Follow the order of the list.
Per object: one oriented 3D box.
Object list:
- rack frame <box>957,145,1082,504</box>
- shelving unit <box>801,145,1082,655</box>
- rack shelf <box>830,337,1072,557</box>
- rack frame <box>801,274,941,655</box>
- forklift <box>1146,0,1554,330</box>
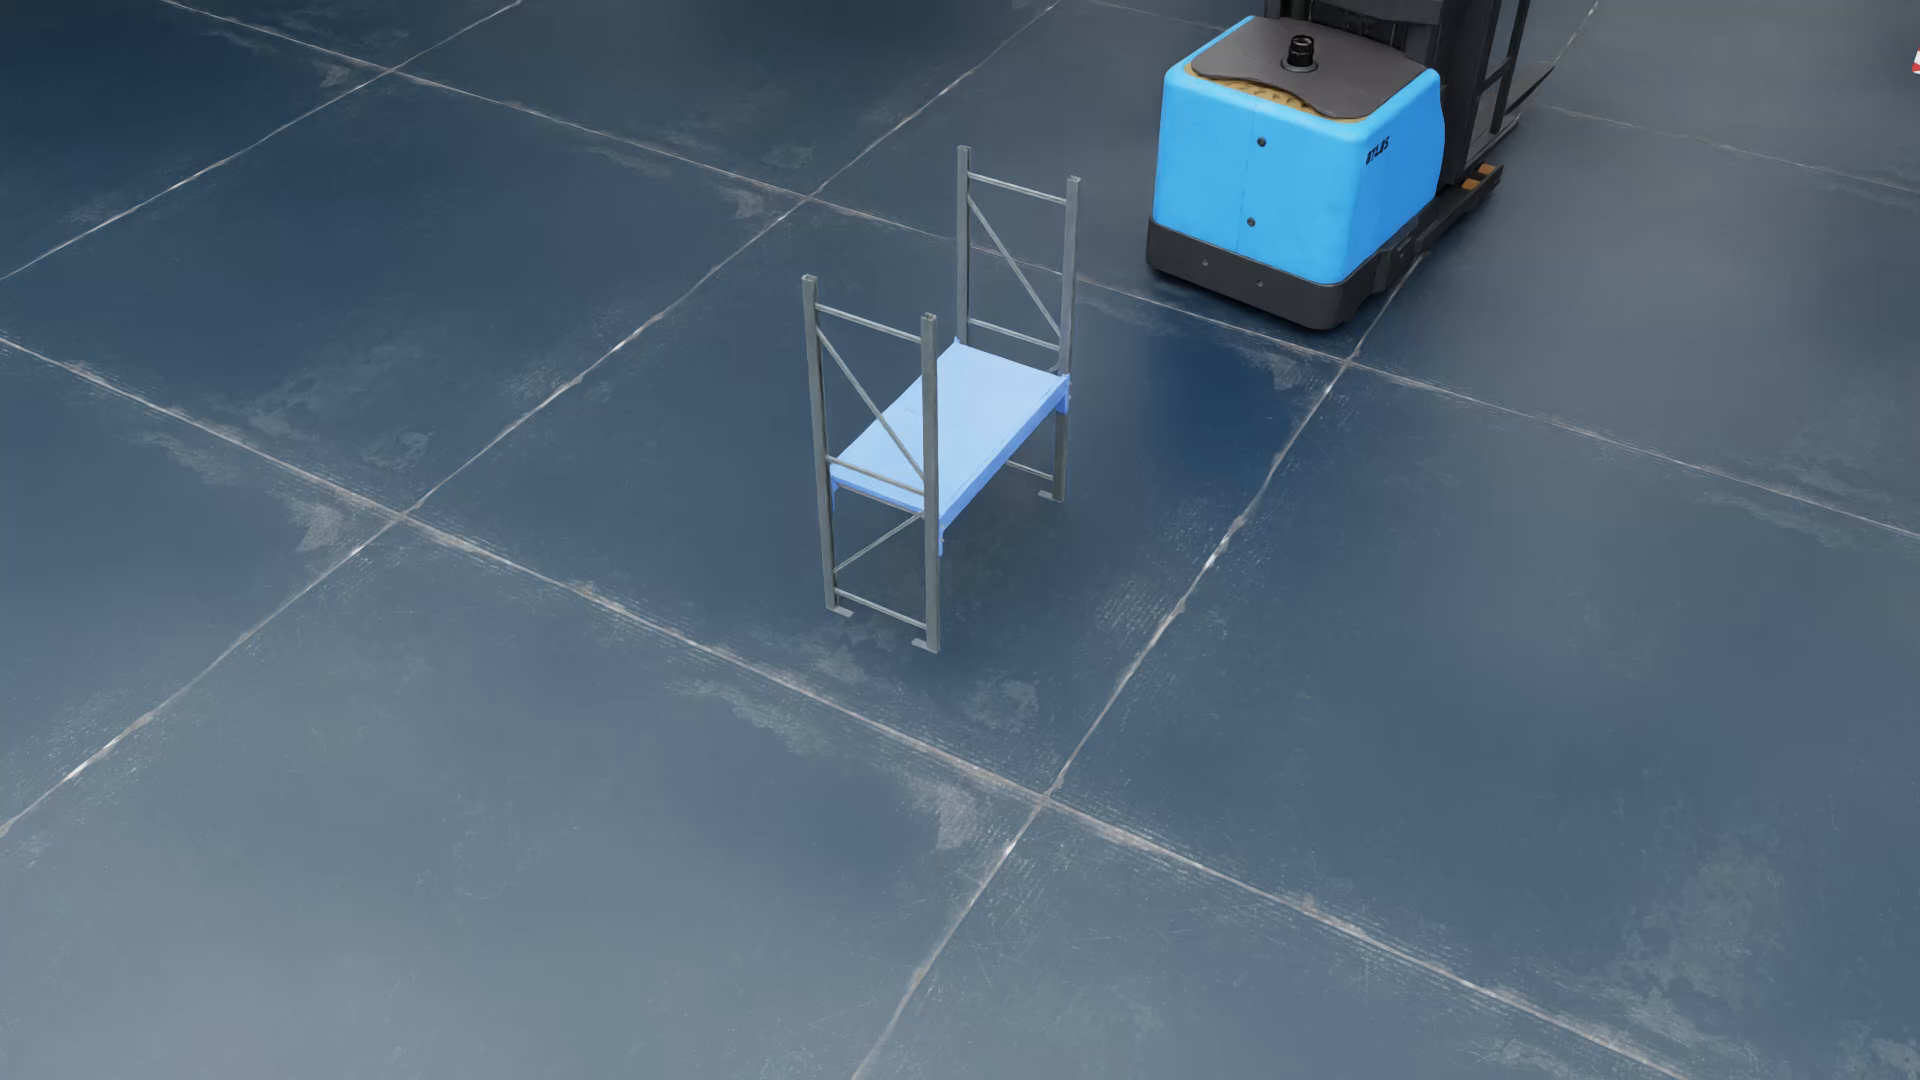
[{"bbox_3d":[0.212,-0.805,6.529,0.500,1.500,0.032,21,45,22],"label":"rack frame"},{"bbox_3d":[-0.043,-0.514,6.199,0.538,1.500,1.048,21,45,22],"label":"shelving unit"},{"bbox_3d":[-0.043,-0.379,6.318,0.538,0.185,1.000,21,45,22],"label":"rack shelf"},{"bbox_3d":[-0.297,-0.223,5.869,0.500,1.500,0.032,21,45,22],"label":"rack frame"},{"bbox_3d":[2.213,-3.002,7.941,1.130,2.935,3.031,27,48,27],"label":"forklift"}]
